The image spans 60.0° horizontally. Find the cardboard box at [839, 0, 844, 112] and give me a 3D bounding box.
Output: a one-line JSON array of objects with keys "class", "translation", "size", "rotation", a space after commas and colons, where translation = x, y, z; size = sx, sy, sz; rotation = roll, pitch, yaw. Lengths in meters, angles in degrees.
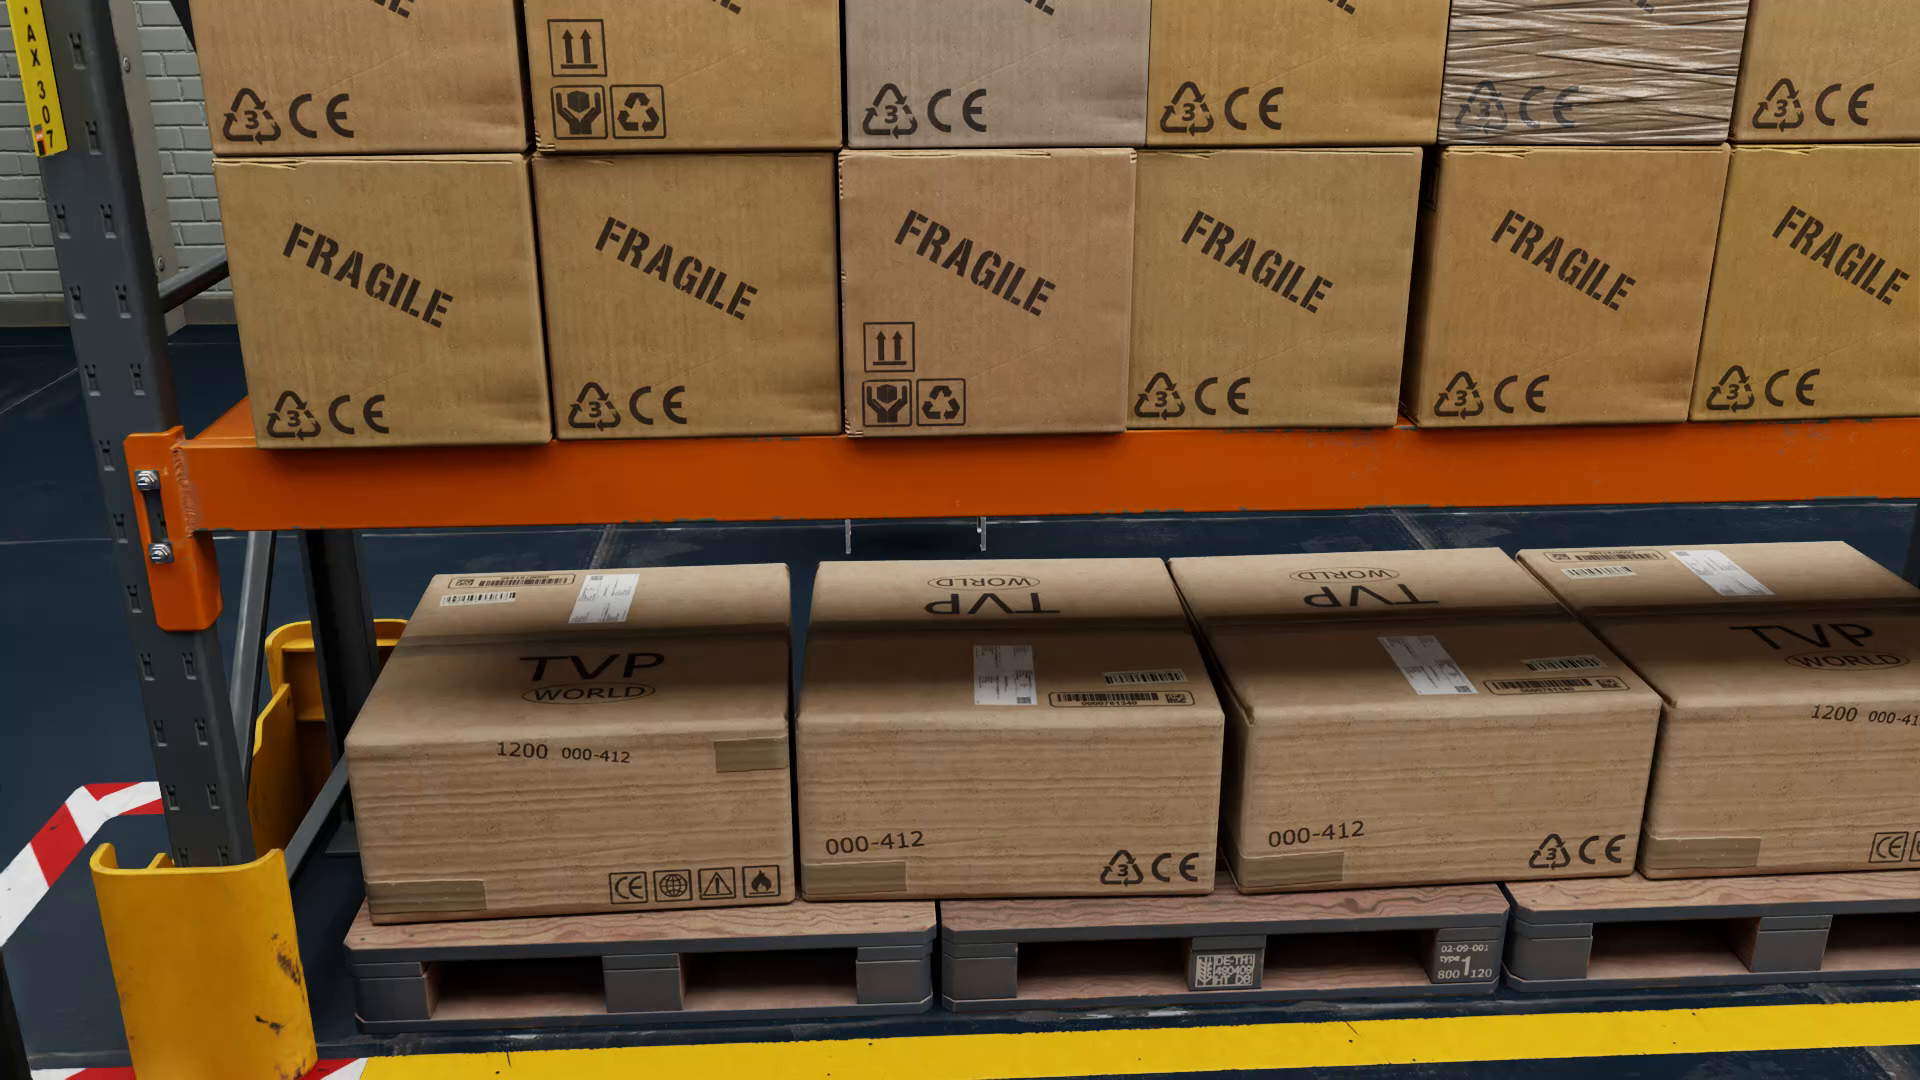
[{"class": "cardboard box", "translation": [-0.488, -1.155, 3.393], "size": [0.500, 0.500, 0.500], "rotation": [-1, 21, -3]}]

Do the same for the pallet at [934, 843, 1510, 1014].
[{"class": "pallet", "translation": [0.533, 0.710, 3.960], "size": [1.213, 0.211, 1.003], "rotation": [-1, 21, -3]}]

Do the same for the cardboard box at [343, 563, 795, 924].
[{"class": "cardboard box", "translation": [-0.823, 0.427, 3.796], "size": [0.875, 0.438, 0.875], "rotation": [-2, 21, -5]}]

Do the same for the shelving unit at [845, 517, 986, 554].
[{"class": "shelving unit", "translation": [-0.165, -0.557, 5.899], "size": [0.503, 1.200, 0.258], "rotation": [-1, 21, -3]}]

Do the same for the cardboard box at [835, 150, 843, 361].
[{"class": "cardboard box", "translation": [-0.508, -0.681, 3.554], "size": [0.500, 0.500, 0.500], "rotation": [-2, 21, -4]}]

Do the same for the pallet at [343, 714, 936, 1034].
[{"class": "pallet", "translation": [-0.682, 0.734, 3.898], "size": [1.213, 0.211, 1.003], "rotation": [-1, 21, -3]}]

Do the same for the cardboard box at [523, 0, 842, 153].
[{"class": "cardboard box", "translation": [-0.465, -0.961, 2.884], "size": [0.500, 0.500, 0.500], "rotation": [-2, 21, -5]}]

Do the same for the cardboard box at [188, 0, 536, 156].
[{"class": "cardboard box", "translation": [-0.980, -0.948, 2.850], "size": [0.500, 0.500, 0.500], "rotation": [-2, 21, -4]}]

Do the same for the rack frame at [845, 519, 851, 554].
[{"class": "rack frame", "translation": [-0.409, -0.552, 5.886], "size": [0.015, 1.200, 0.240], "rotation": [-1, 21, -3]}]

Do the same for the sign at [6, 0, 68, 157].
[{"class": "sign", "translation": [-1.450, -0.770, 2.600], "size": [0.005, 0.325, 0.100], "rotation": [-1, 21, -3]}]

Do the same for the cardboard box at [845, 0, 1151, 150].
[{"class": "cardboard box", "translation": [0.048, -0.974, 2.919], "size": [0.500, 0.500, 0.500], "rotation": [-1, 21, -3]}]

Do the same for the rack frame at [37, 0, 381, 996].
[{"class": "rack frame", "translation": [-1.476, -0.526, 3.286], "size": [0.127, 3.000, 1.000], "rotation": [-1, 21, -3]}]

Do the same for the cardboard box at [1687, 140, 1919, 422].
[{"class": "cardboard box", "translation": [1.556, -0.541, 3.186], "size": [0.500, 0.500, 0.500], "rotation": [-2, 21, -4]}]

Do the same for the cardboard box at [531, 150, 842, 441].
[{"class": "cardboard box", "translation": [-0.477, -0.500, 3.079], "size": [0.500, 0.500, 0.500], "rotation": [-1, 21, -4]}]

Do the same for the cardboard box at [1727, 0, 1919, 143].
[{"class": "cardboard box", "translation": [1.555, -1.006, 3.001], "size": [0.500, 0.500, 0.500], "rotation": [-1, 21, -4]}]

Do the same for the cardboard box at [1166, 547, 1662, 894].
[{"class": "cardboard box", "translation": [0.991, 0.387, 3.899], "size": [0.875, 0.438, 0.875], "rotation": [-2, 21, -5]}]

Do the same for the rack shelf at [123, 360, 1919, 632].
[{"class": "rack shelf", "translation": [0.521, -0.230, 3.521], "size": [4.000, 0.370, 1.077], "rotation": [-1, 21, -3]}]

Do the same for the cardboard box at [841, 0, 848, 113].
[{"class": "cardboard box", "translation": [0.006, -1.164, 3.417], "size": [0.500, 0.500, 0.500], "rotation": [-1, 21, -3]}]

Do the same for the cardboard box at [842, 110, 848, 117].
[{"class": "cardboard box", "translation": [0.005, -0.695, 3.590], "size": [0.500, 0.500, 0.500], "rotation": [-1, 21, -1]}]

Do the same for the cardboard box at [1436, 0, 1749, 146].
[{"class": "cardboard box", "translation": [1.048, -0.992, 2.965], "size": [0.500, 0.500, 0.500], "rotation": [-1, 21, -2]}]

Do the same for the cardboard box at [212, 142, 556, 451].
[{"class": "cardboard box", "translation": [-0.980, -0.480, 3.026], "size": [0.500, 0.500, 0.500], "rotation": [-1, 21, -3]}]

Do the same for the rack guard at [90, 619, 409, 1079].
[{"class": "rack guard", "translation": [-1.500, 0.643, 3.729], "size": [0.348, 0.500, 1.175], "rotation": [-1, 21, -3]}]

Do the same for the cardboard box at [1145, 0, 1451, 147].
[{"class": "cardboard box", "translation": [0.546, -0.985, 2.946], "size": [0.500, 0.500, 0.500], "rotation": [-1, 21, -3]}]

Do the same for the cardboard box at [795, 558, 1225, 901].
[{"class": "cardboard box", "translation": [0.090, 0.405, 3.852], "size": [0.875, 0.438, 0.875], "rotation": [-1, 21, -2]}]

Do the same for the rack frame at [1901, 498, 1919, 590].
[{"class": "rack frame", "translation": [2.518, -0.607, 3.499], "size": [0.127, 3.000, 1.000], "rotation": [-1, 21, -3]}]

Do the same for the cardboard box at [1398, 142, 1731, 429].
[{"class": "cardboard box", "translation": [1.055, -0.526, 3.145], "size": [0.500, 0.500, 0.500], "rotation": [-1, 21, -4]}]

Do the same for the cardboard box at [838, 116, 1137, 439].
[{"class": "cardboard box", "translation": [0.032, -0.504, 3.089], "size": [0.500, 0.500, 0.500], "rotation": [-1, 21, -3]}]

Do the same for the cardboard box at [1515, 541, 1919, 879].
[{"class": "cardboard box", "translation": [1.885, 0.369, 3.947], "size": [0.875, 0.438, 0.875], "rotation": [-1, 21, -4]}]

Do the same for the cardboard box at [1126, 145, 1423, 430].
[{"class": "cardboard box", "translation": [0.531, -0.520, 3.131], "size": [0.500, 0.500, 0.500], "rotation": [0, 21, -1]}]

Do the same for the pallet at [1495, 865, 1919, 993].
[{"class": "pallet", "translation": [1.754, 0.684, 4.028], "size": [1.213, 0.211, 1.003], "rotation": [-1, 21, -3]}]

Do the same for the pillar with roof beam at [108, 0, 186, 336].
[{"class": "pillar with roof beam", "translation": [-4.261, -3.829, 3.530], "size": [0.400, 9.000, 9.100], "rotation": [-1, 21, -3]}]

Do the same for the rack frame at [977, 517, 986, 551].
[{"class": "rack frame", "translation": [0.078, -0.562, 5.912], "size": [0.015, 1.200, 0.240], "rotation": [-1, 21, -3]}]
